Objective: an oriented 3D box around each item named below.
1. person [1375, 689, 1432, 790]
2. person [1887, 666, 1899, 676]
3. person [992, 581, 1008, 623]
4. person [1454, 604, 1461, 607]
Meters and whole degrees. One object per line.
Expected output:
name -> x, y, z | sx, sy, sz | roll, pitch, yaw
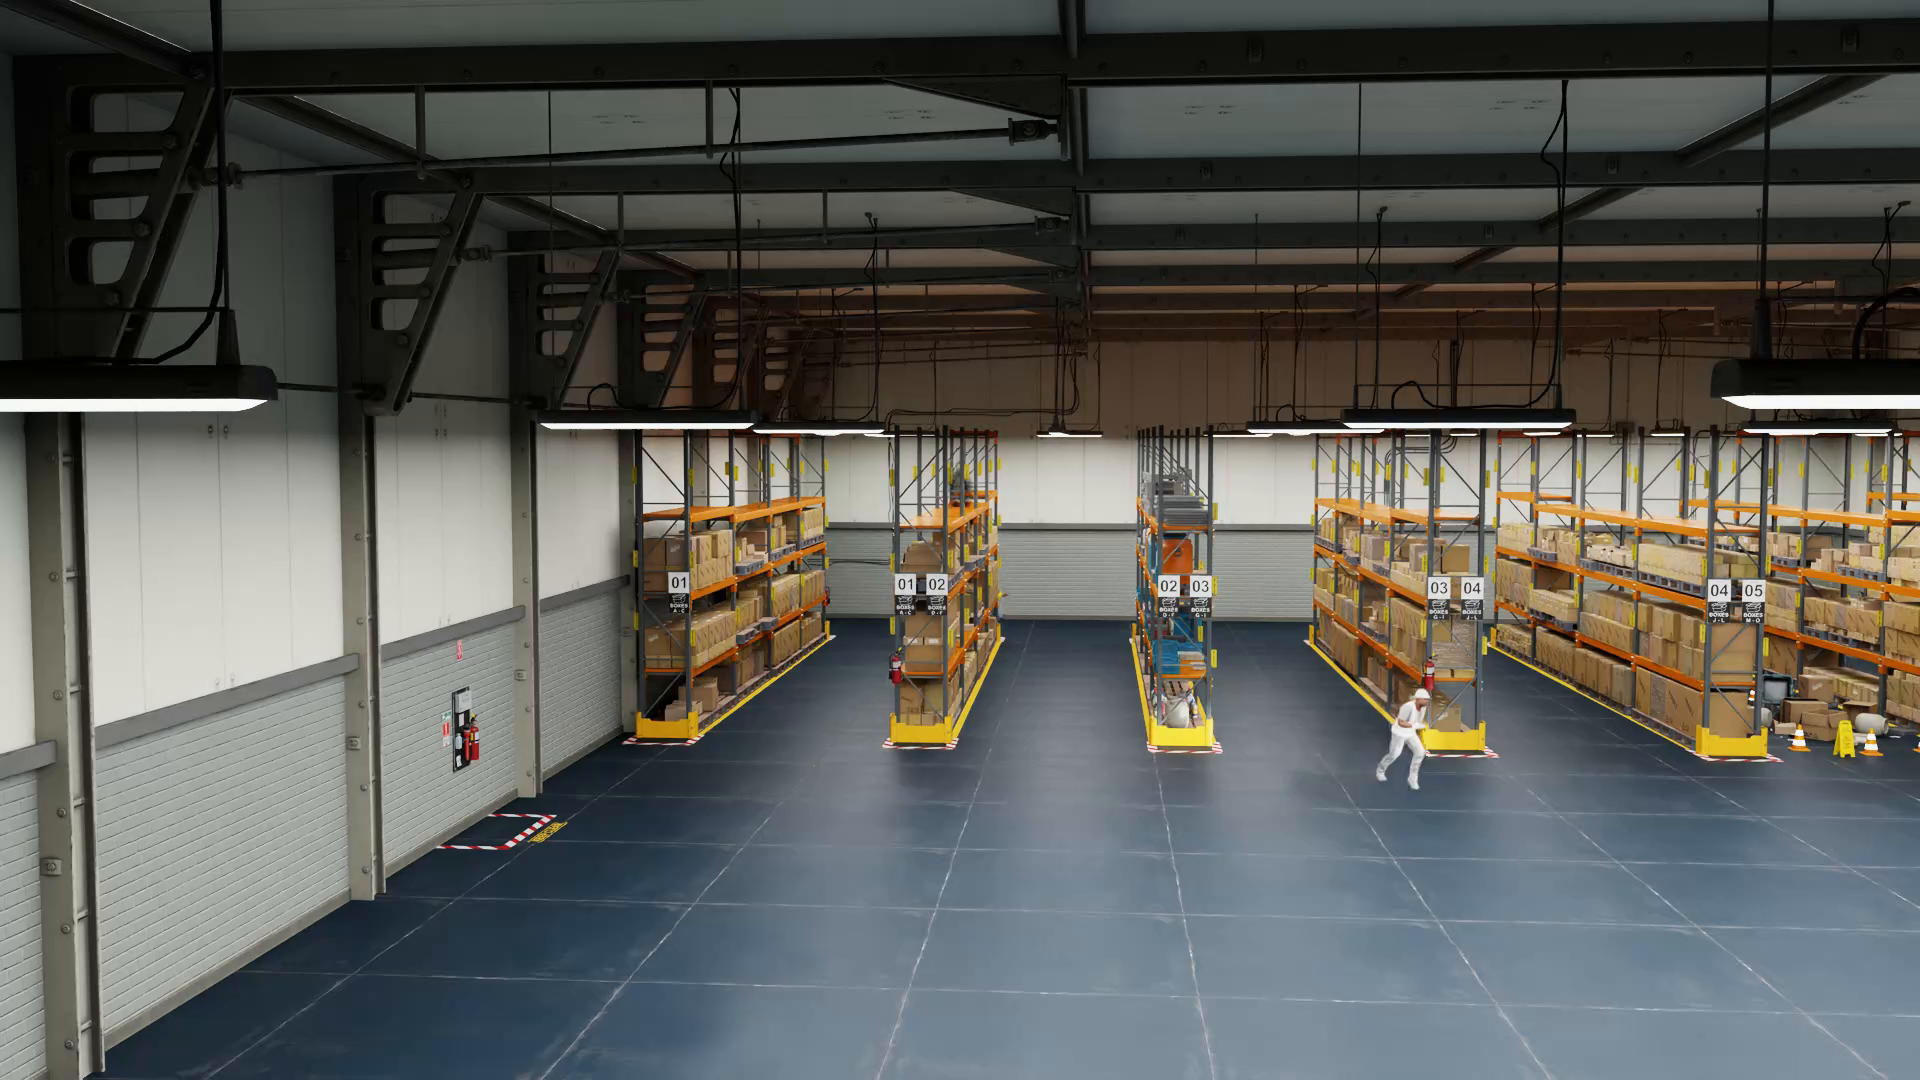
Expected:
person -> 7.311, 3.266, 27.413 | 0.729, 1.718, 1.017 | -3, 5, -40
person -> 21.126, 2.698, 37.452 | 0.683, 1.605, 0.707 | 0, 3, 2
person -> 1.031, 1.941, 48.685 | 0.698, 1.796, 0.693 | 2, 4, 28
person -> 13.426, 2.268, 44.709 | 0.556, 1.575, 0.608 | 1, 4, 19
